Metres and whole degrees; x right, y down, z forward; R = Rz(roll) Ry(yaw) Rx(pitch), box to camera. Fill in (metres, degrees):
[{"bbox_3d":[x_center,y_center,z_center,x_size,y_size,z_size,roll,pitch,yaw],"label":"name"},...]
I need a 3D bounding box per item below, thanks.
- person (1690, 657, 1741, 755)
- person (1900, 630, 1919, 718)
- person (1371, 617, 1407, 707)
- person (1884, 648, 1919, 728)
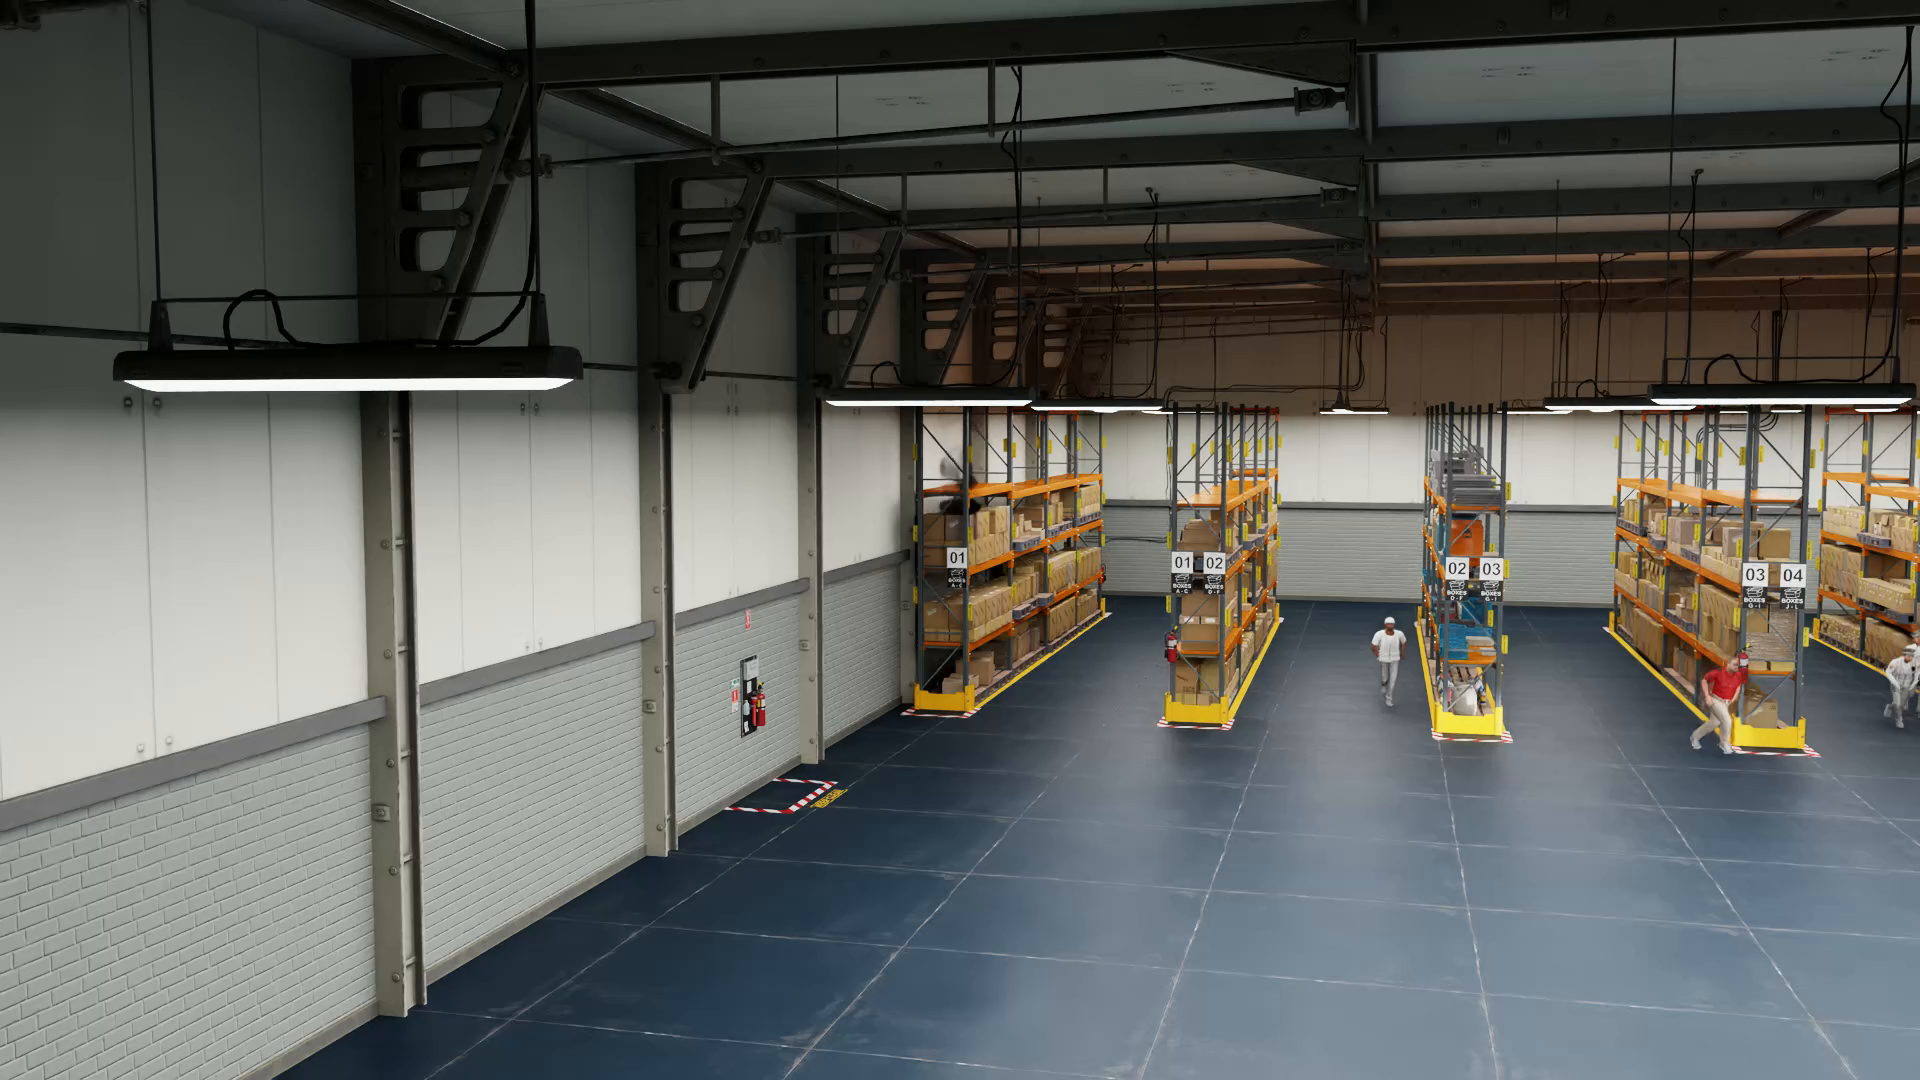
[{"bbox_3d":[12.975,2.813,28.552,0.680,1.690,0.837,-2,5,-26],"label":"person"},{"bbox_3d":[18.312,2.545,31.812,0.625,1.649,0.723,1,4,10],"label":"person"},{"bbox_3d":[8.591,2.414,33.287,0.709,1.765,0.824,1,4,10],"label":"person"},{"bbox_3d":[17.421,2.712,30.767,0.637,1.522,0.841,1,4,8],"label":"person"}]
